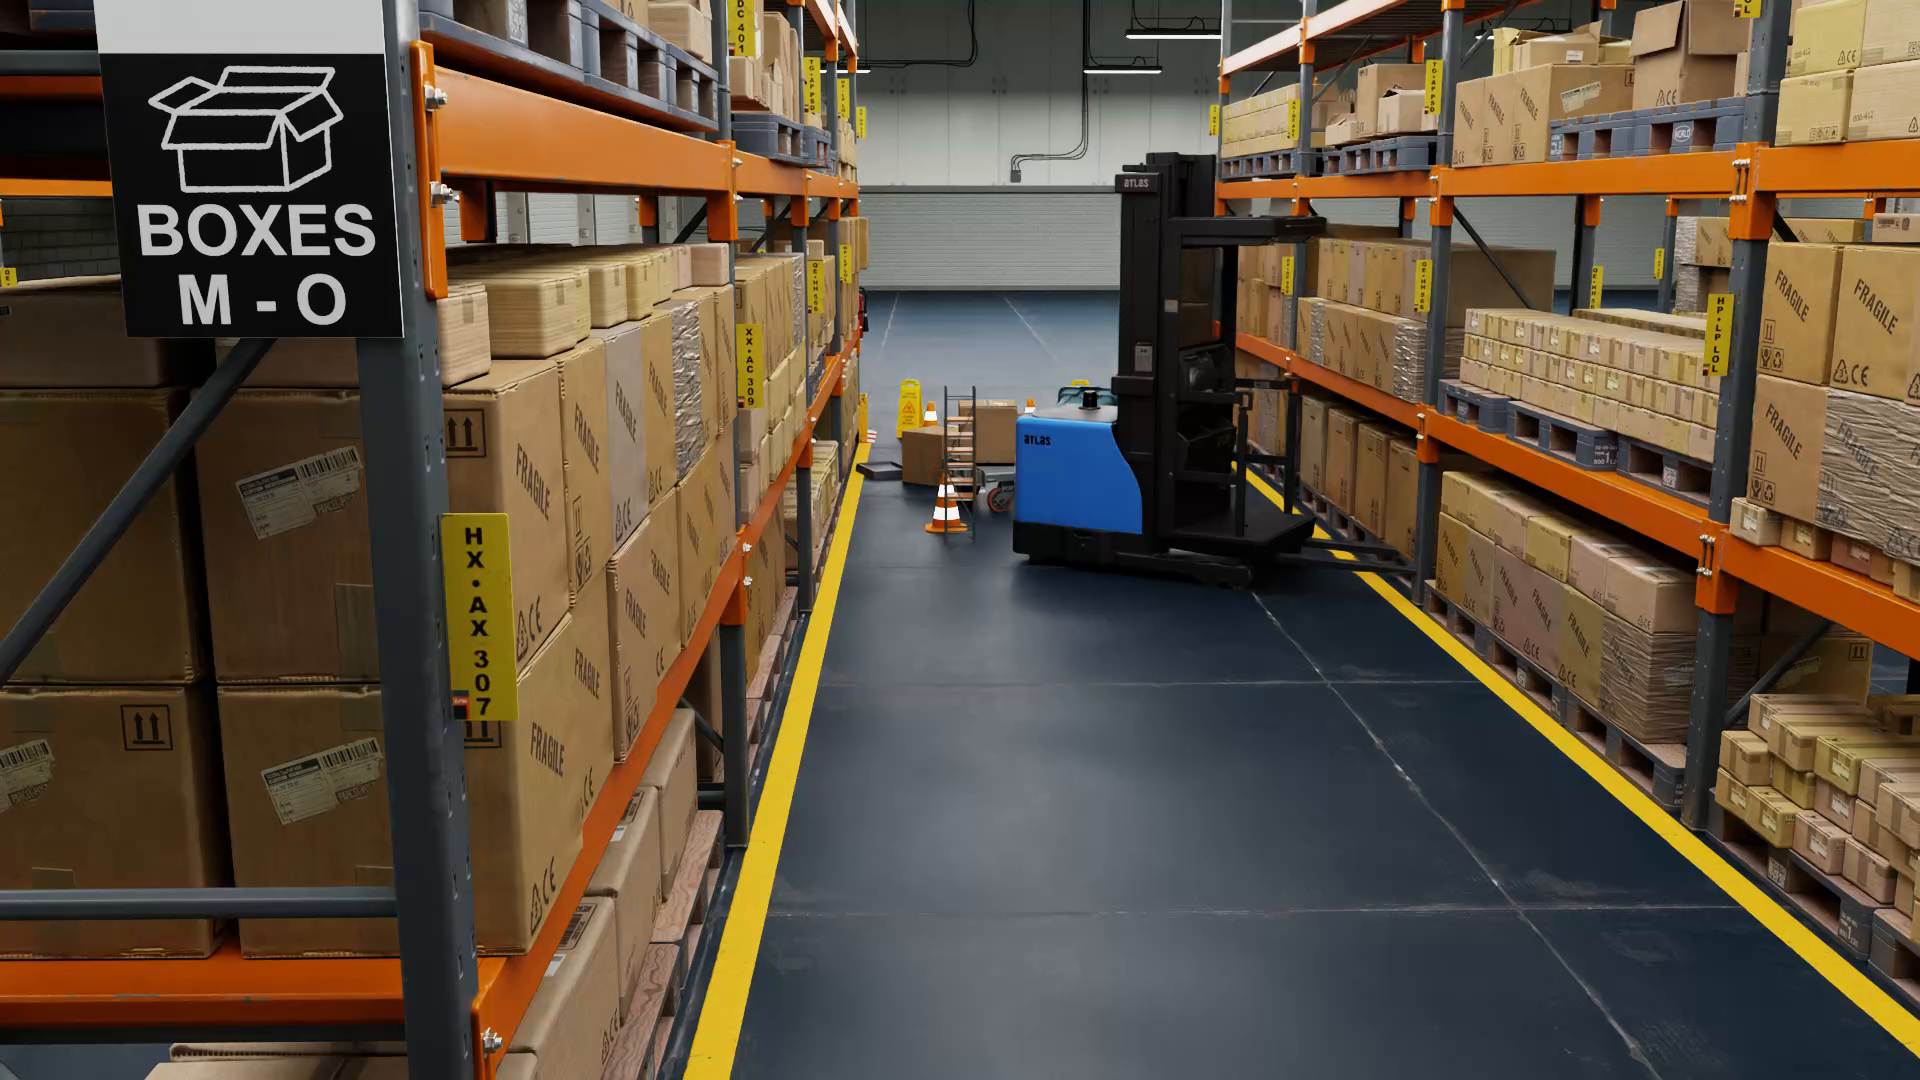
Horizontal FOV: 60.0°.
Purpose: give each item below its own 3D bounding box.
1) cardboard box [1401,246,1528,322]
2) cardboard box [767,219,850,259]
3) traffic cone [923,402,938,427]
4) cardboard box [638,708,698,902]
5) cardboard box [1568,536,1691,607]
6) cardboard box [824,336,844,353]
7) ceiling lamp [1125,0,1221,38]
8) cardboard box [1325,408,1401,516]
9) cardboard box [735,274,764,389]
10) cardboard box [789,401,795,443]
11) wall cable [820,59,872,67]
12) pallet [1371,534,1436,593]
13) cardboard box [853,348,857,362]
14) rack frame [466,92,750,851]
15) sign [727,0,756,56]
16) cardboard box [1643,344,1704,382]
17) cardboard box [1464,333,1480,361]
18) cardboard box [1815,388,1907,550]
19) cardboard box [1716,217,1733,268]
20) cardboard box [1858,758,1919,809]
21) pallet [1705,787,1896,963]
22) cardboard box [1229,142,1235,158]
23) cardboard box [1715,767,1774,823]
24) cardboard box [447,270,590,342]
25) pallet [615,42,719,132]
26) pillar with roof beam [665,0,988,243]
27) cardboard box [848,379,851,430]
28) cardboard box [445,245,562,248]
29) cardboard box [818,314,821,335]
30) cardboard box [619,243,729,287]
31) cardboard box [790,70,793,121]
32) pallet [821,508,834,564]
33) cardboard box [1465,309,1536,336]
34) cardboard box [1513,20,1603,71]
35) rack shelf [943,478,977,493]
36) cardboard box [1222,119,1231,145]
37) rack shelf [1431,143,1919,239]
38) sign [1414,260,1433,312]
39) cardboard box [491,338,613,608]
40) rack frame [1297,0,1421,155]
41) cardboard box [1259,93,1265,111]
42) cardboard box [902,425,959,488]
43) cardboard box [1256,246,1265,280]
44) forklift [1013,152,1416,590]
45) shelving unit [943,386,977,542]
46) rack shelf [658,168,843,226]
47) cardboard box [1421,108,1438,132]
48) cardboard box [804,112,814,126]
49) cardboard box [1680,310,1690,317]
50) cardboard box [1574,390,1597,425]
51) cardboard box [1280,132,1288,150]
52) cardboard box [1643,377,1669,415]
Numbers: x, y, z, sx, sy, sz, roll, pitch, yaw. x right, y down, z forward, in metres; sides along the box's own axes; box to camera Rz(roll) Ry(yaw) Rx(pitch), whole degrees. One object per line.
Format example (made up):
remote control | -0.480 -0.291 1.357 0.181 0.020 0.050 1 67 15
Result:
cardboard box | 3.481 -1.775 11.500 0.700 0.500 0.500 0 11 -2
cardboard box | -1.330 -2.574 14.690 0.700 0.500 0.500 0 11 -2
traffic cone | -0.322 -1.273 18.170 0.336 0.463 0.334 0 11 -1
cardboard box | -1.467 0.964 6.151 0.875 0.438 0.875 0 11 -2
cardboard box | 3.309 0.151 8.115 0.500 0.250 0.500 0 11 2
cardboard box | -1.224 -1.742 14.734 0.380 0.149 0.250 0 11 -1
ceiling lamp | 4.315 -11.668 33.260 2.000 3.185 0.800 0 11 -1
cardboard box | 3.528 -0.630 13.223 1.050 0.750 0.750 0 11 -1
cardboard box | -1.094 -0.839 6.883 0.500 0.500 0.500 0 11 0
cardboard box | -1.164 -0.632 9.005 0.500 0.250 0.500 0 11 -2
wall cable | -4.124 -12.892 49.081 3.097 2.526 0.112 0 11 -1
pallet | 3.551 0.163 11.725 1.003 0.211 1.213 0 11 -1
cardboard box | -1.268 -1.909 17.268 0.380 0.149 0.250 0 11 0
rack frame | -1.372 -0.211 6.555 1.000 3.000 0.127 0 11 -1
sign | -0.818 -1.976 6.210 0.100 0.325 0.005 0 11 -1
cardboard box | 3.361 -0.810 7.584 0.380 0.149 0.250 -1 11 -3
cardboard box | 3.301 -1.178 10.150 0.380 0.149 0.250 0 11 1
cardboard box | 3.350 -0.248 5.740 0.500 0.500 0.500 0 11 -1
cardboard box | 8.042 -3.013 16.851 0.500 0.500 0.500 0 11 -1
cardboard box | 3.404 0.874 5.822 0.380 0.149 0.250 -1 11 -3
pallet | 3.624 1.248 6.374 1.003 0.211 1.213 0 11 -1
cardboard box | 3.024 -4.069 17.350 0.380 0.149 0.250 0 11 -1
cardboard box | 3.261 1.014 6.633 0.380 0.149 0.250 -1 11 -4
cardboard box | -1.011 -0.501 3.585 0.380 0.149 0.250 -1 11 -3
pallet | -1.366 -1.475 5.464 1.003 0.211 1.213 0 11 -1
pillar with roof beam | -3.785 -11.355 46.394 9.100 9.000 0.548 0 11 -1
cardboard box | -1.303 -1.252 15.659 0.500 0.500 0.500 0 11 1
cardboard box | -1.604 -0.953 5.816 0.380 0.149 0.250 0 11 0
cardboard box | -1.268 -1.706 11.870 0.500 0.500 0.500 0 11 0
cardboard box | -1.048 -1.008 6.086 0.380 0.149 0.250 0 11 -2
cardboard box | -1.077 -2.344 8.806 0.396 0.266 0.258 -1 11 -3
pallet | -1.492 -0.037 12.710 1.003 0.211 1.213 0 11 -1
cardboard box | 3.308 -1.327 10.137 0.380 0.149 0.250 0 11 -1
cardboard box | 3.280 -2.706 9.133 0.396 0.266 0.258 0 11 -1
rack shelf | 0.000 -0.430 12.987 0.258 0.103 0.180 0 11 -1
cardboard box | 3.080 -4.337 17.670 0.500 0.250 0.500 0 11 -1
rack shelf | 3.533 -1.767 8.487 1.077 0.370 4.000 0 11 -1
sign | 2.937 -1.611 10.544 0.100 0.325 0.005 0 11 -1
cardboard box | -1.033 -0.154 3.509 0.500 0.500 0.500 -1 11 -3
rack frame | 3.409 -4.782 13.997 1.000 3.000 0.127 0 11 -1
cardboard box | 3.058 -4.157 15.777 0.380 0.149 0.250 0 11 -2
cardboard box | -0.199 -0.796 15.720 0.500 0.500 0.500 9 15 38
cardboard box | 3.416 -2.840 16.421 0.875 0.550 0.500 0 11 -1
forklift | 1.924 -1.215 11.679 3.031 2.935 1.130 7 13 30
shelving unit | 0.000 -0.591 12.954 0.258 1.200 0.189 0 11 -1
rack shelf | -1.496 -2.521 12.207 1.077 0.370 4.000 0 11 -1
cardboard box | 3.260 -2.775 10.929 0.380 0.166 0.250 0 11 -1
cardboard box | -1.366 -3.086 12.504 0.500 0.250 0.500 0 11 0
cardboard box | 8.041 -2.407 18.009 0.380 0.149 0.250 0 11 -1
cardboard box | 3.338 -0.671 8.399 0.380 0.149 0.250 0 11 1
cardboard box | 3.077 -3.565 14.865 0.380 0.149 0.250 0 11 0
cardboard box | 3.360 -0.660 7.595 0.380 0.149 0.250 0 11 1
